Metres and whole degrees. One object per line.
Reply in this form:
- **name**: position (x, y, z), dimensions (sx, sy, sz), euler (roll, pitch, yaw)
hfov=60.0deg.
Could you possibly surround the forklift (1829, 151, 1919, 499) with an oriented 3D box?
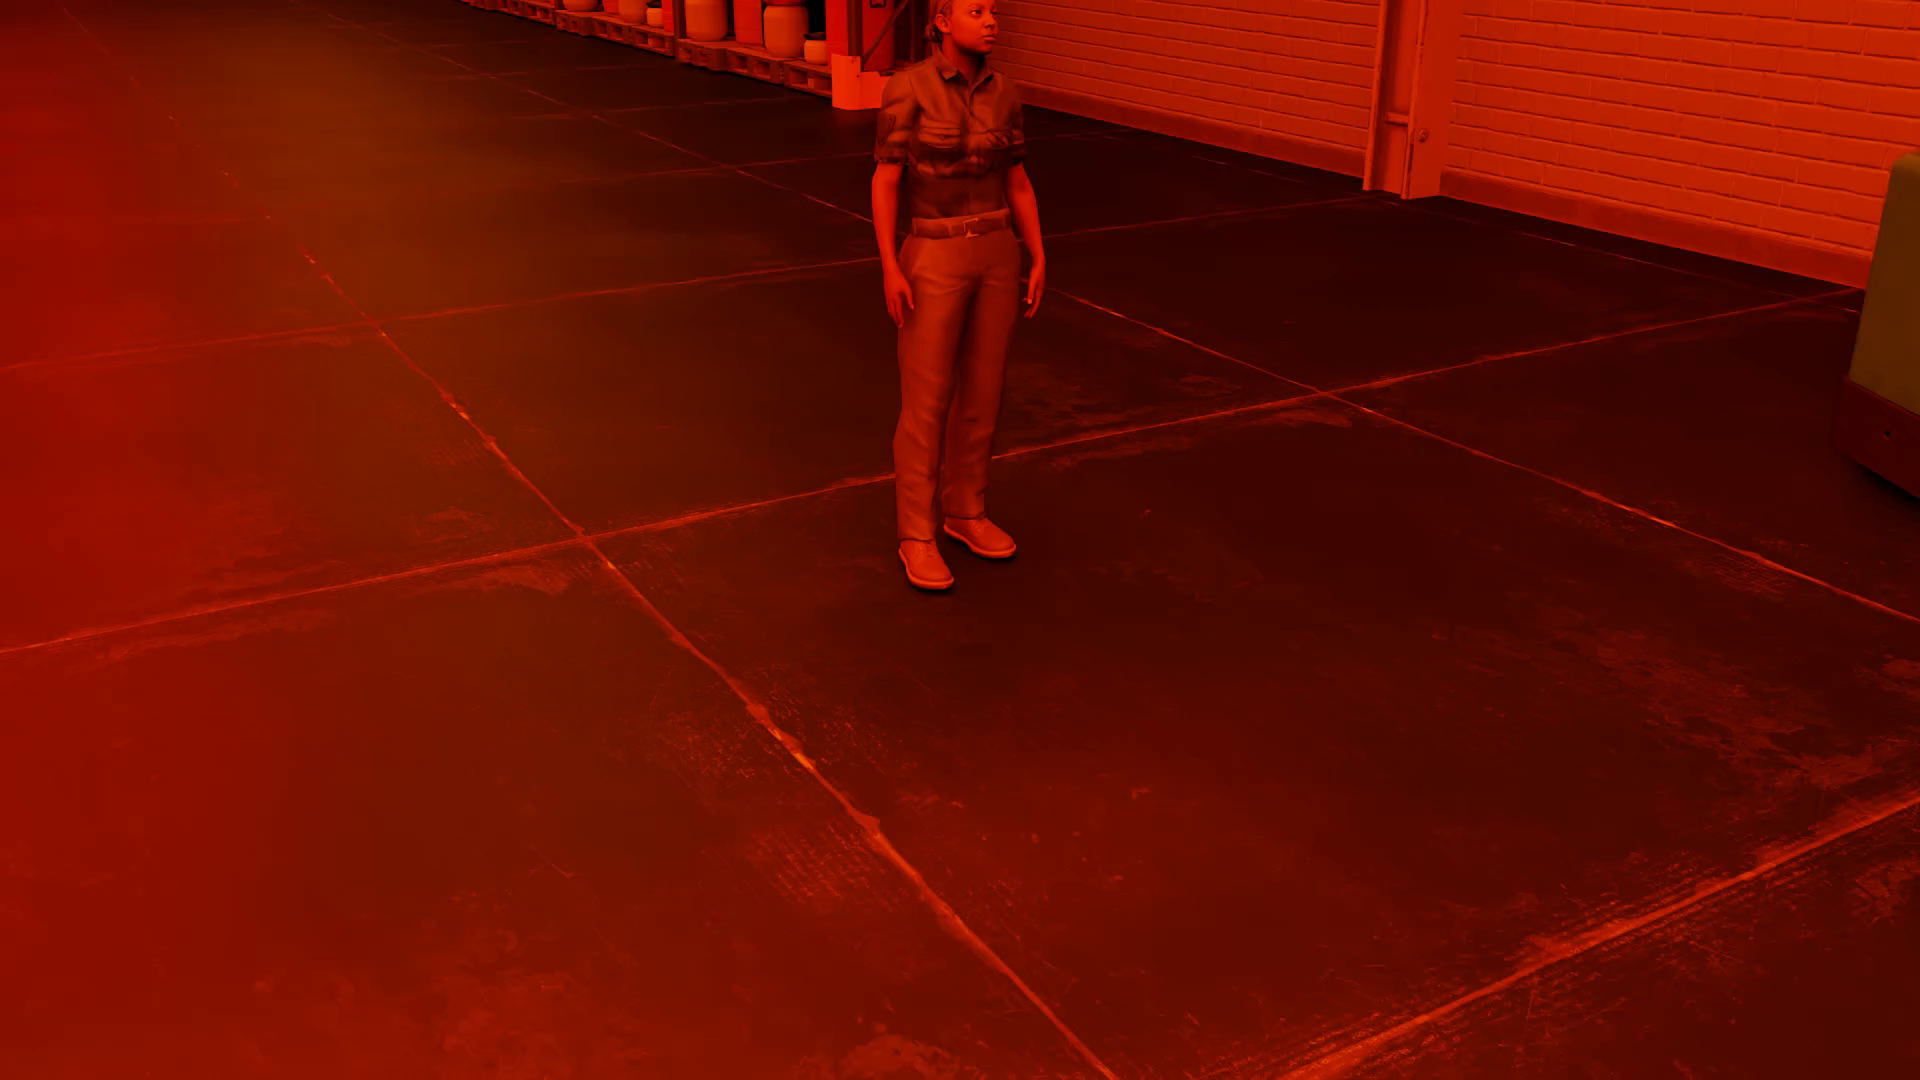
- **forklift**: position (4.539, -1.484, 4.890), dimensions (3.031, 2.935, 1.130), euler (-1, 22, -4)

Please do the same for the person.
- **person**: position (0.027, -0.739, 4.738), dimensions (0.570, 1.656, 0.503), euler (-12, 25, -28)
